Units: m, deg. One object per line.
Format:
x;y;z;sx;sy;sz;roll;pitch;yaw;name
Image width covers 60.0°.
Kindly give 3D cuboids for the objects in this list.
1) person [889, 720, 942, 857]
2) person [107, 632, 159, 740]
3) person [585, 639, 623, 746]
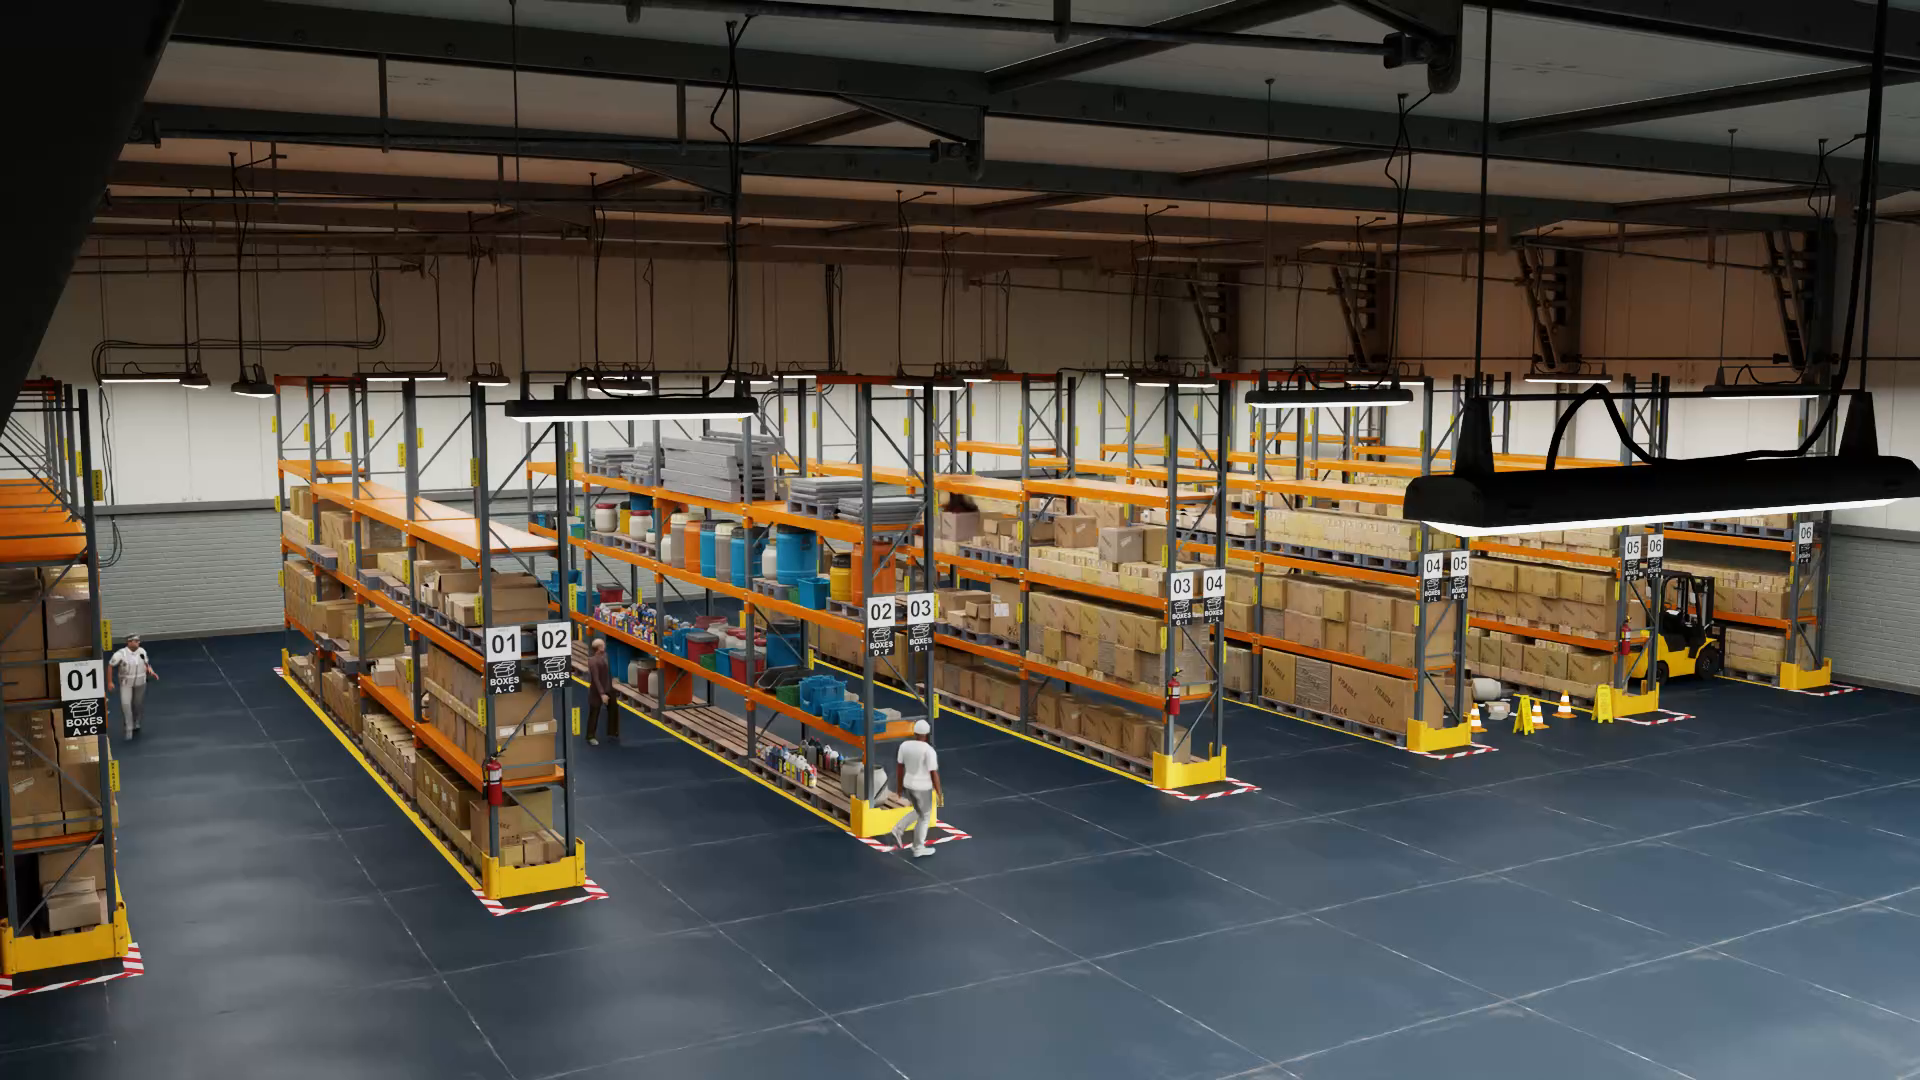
-0.560;3.146;21.047;0.546;1.754;0.554;-4;7;-31;person
-13.936;2.426;28.017;0.764;1.765;0.976;-4;7;-29;person
-5.846;2.509;27.307;0.581;1.832;0.697;3;7;26;person
